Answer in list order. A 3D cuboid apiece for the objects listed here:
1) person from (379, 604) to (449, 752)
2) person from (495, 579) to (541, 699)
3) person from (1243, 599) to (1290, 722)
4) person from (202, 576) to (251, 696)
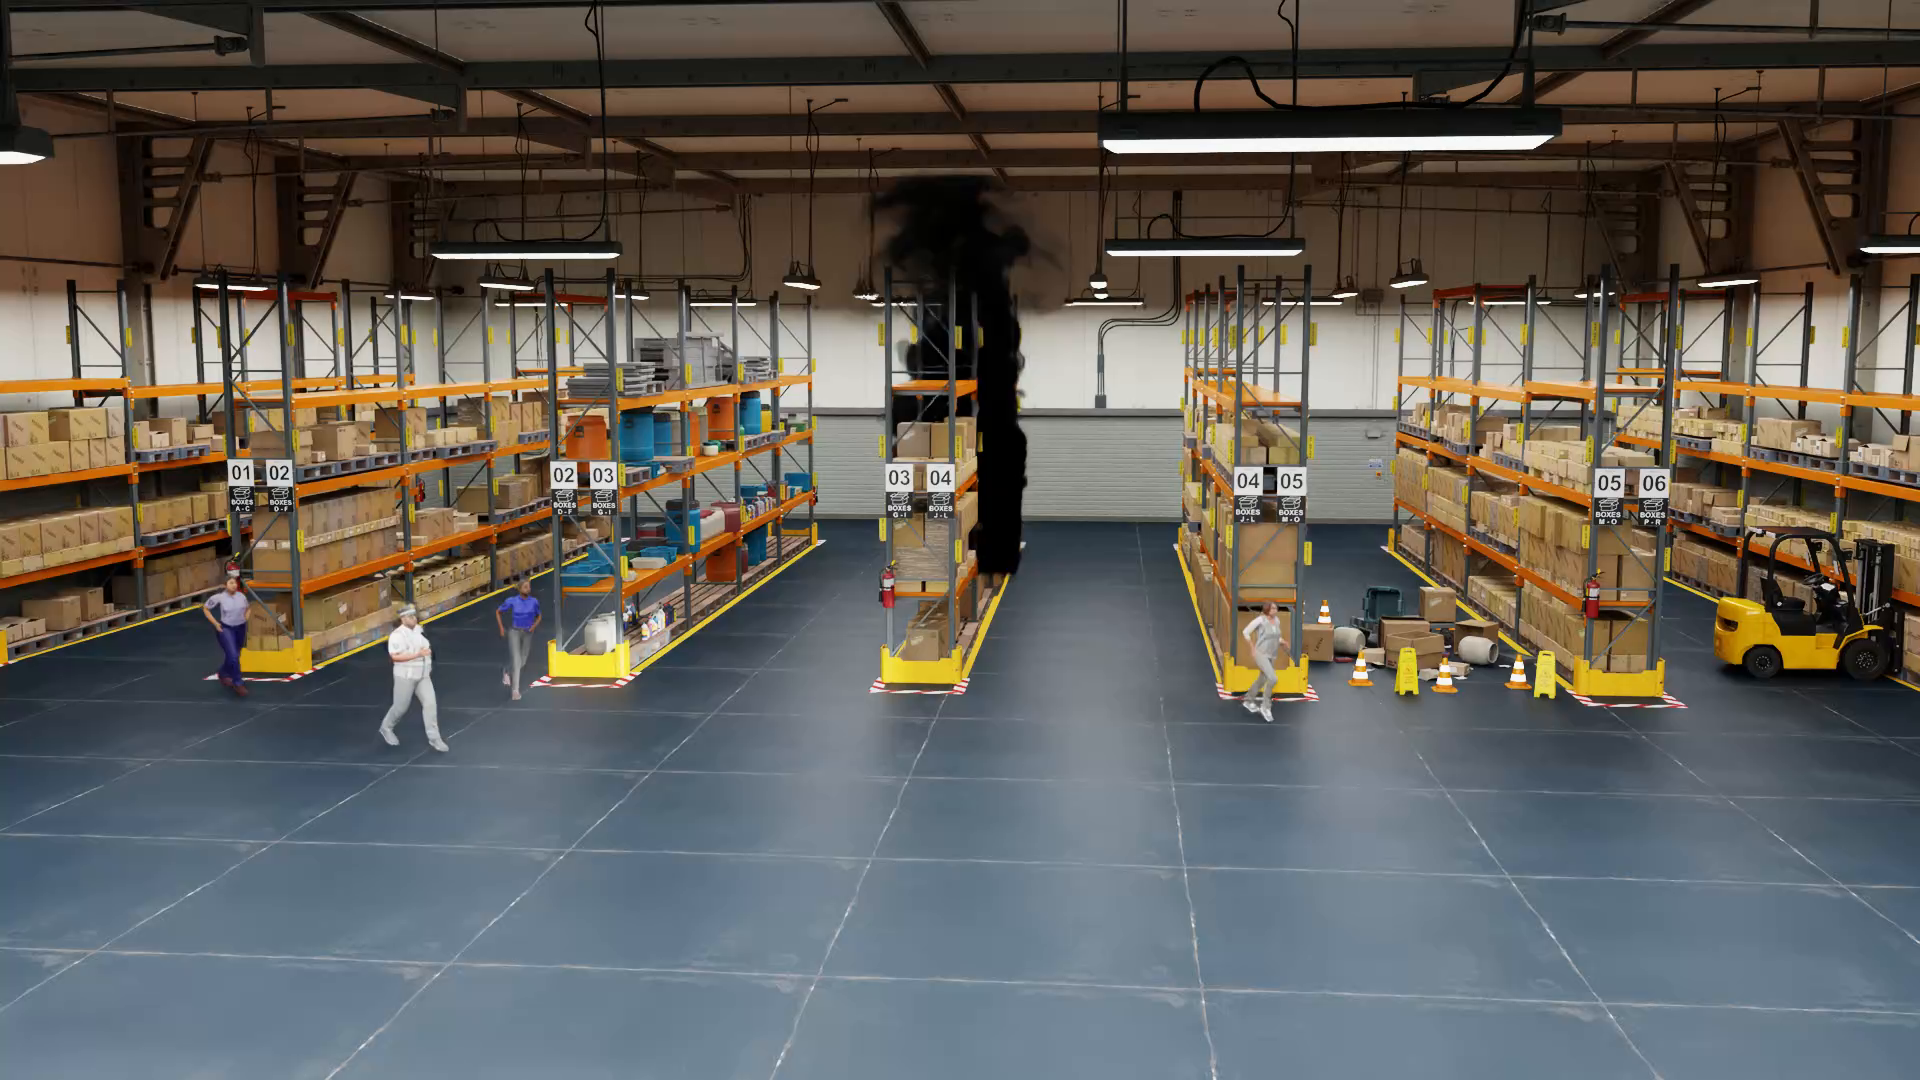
[{"bbox_3d":[-6.660,1.654,20.200,0.964,1.788,0.656,4,8,29],"label":"person"},{"bbox_3d":[-6.209,1.414,23.496,0.629,1.553,0.790,-5,9,-36],"label":"person"},{"bbox_3d":[4.013,1.569,21.905,0.459,1.612,0.784,-6,9,-39],"label":"person"},{"bbox_3d":[-10.298,1.325,23.485,0.847,1.666,0.608,4,8,30],"label":"person"}]
